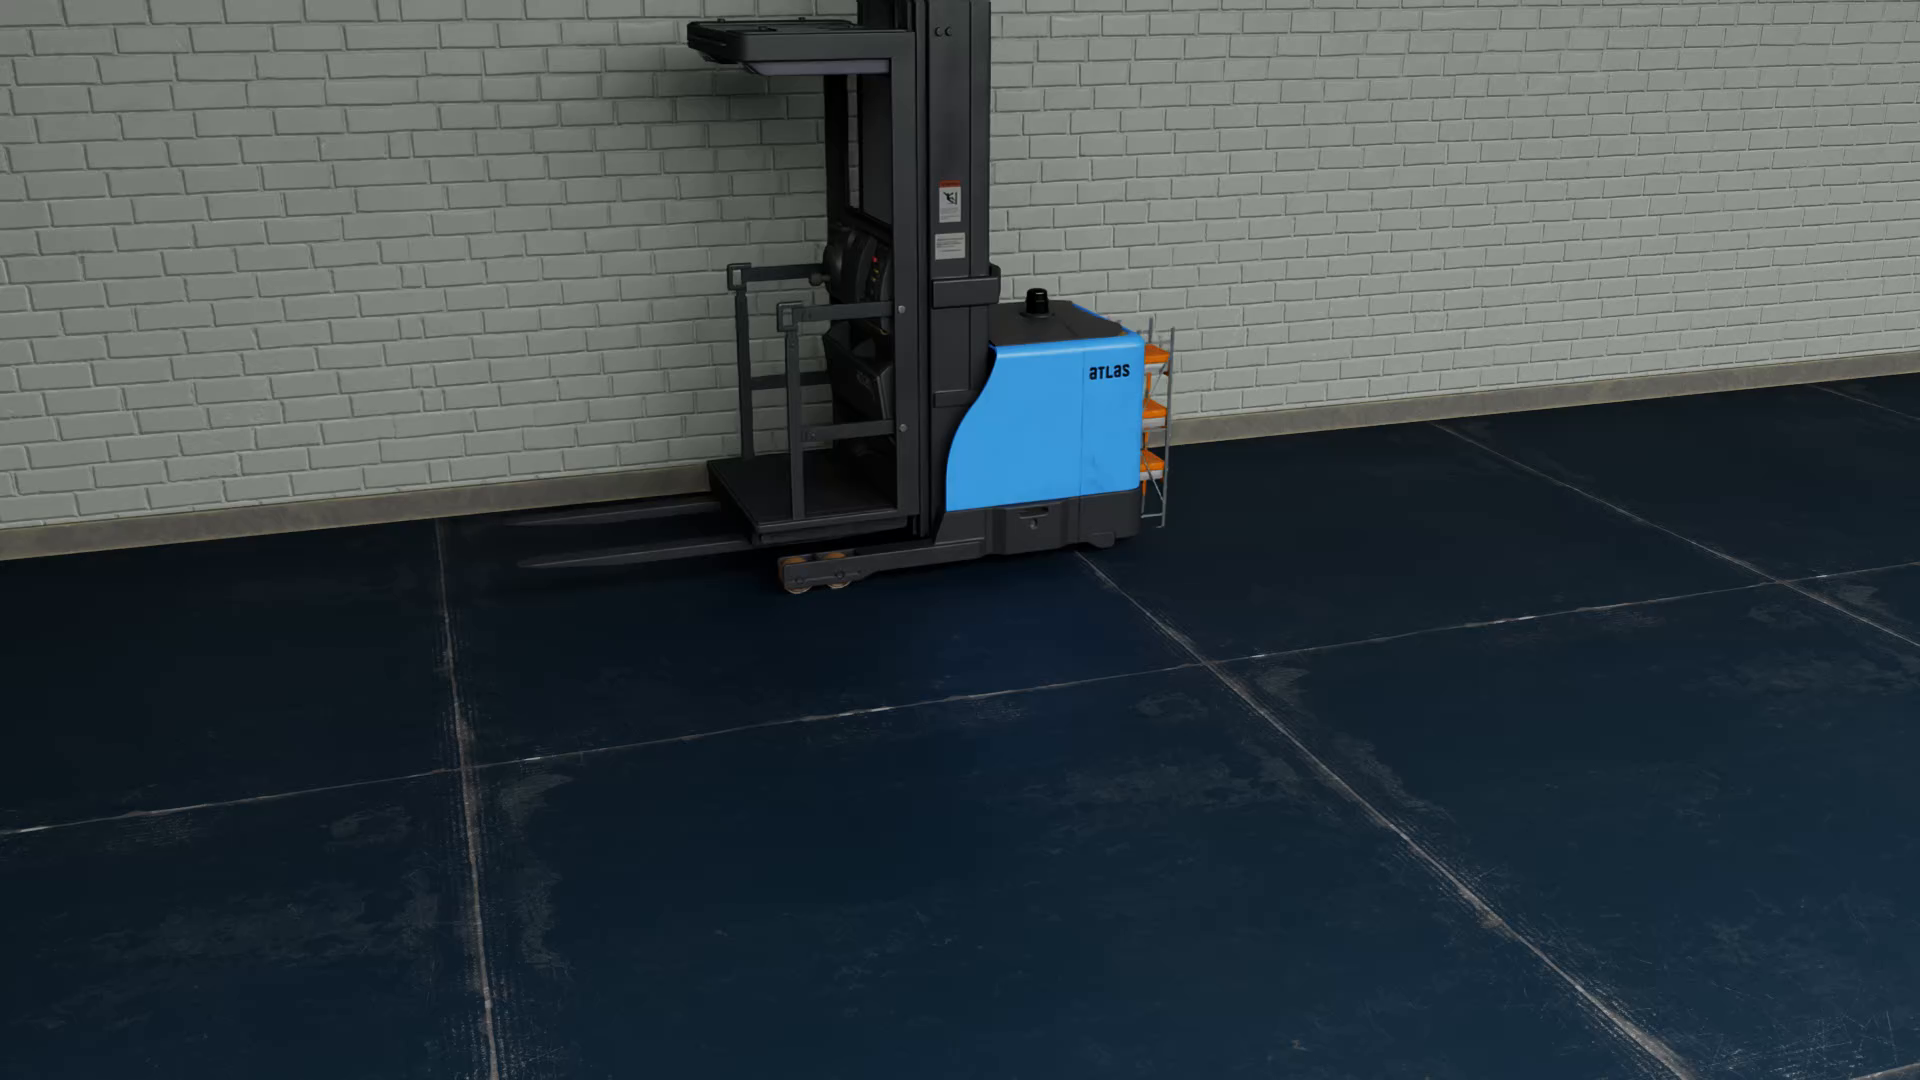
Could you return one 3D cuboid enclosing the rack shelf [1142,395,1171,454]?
[{"bbox_3d":[0.925,-0.580,8.508,0.215,0.259,0.240,-7,21,-19],"label":"rack shelf"}]

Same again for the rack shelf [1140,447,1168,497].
[{"bbox_3d":[0.923,-0.319,8.601,0.215,0.259,0.240,-7,21,-19],"label":"rack shelf"}]

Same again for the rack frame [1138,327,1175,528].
[{"bbox_3d":[0.967,-0.552,8.396,0.200,1.050,0.008,-7,21,-19],"label":"rack frame"}]

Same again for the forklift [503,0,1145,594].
[{"bbox_3d":[-0.667,-1.331,7.786,3.031,2.935,1.130,-7,21,-19],"label":"forklift"}]

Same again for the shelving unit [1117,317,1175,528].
[{"bbox_3d":[0.925,-0.590,8.504,0.215,1.050,0.252,-7,21,-19],"label":"shelving unit"}]

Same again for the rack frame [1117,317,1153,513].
[{"bbox_3d":[0.883,-0.629,8.612,0.200,1.050,0.008,-7,21,-19],"label":"rack frame"}]

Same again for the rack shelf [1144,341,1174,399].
[{"bbox_3d":[0.927,-0.848,8.412,0.215,0.259,0.240,-7,21,-19],"label":"rack shelf"}]
